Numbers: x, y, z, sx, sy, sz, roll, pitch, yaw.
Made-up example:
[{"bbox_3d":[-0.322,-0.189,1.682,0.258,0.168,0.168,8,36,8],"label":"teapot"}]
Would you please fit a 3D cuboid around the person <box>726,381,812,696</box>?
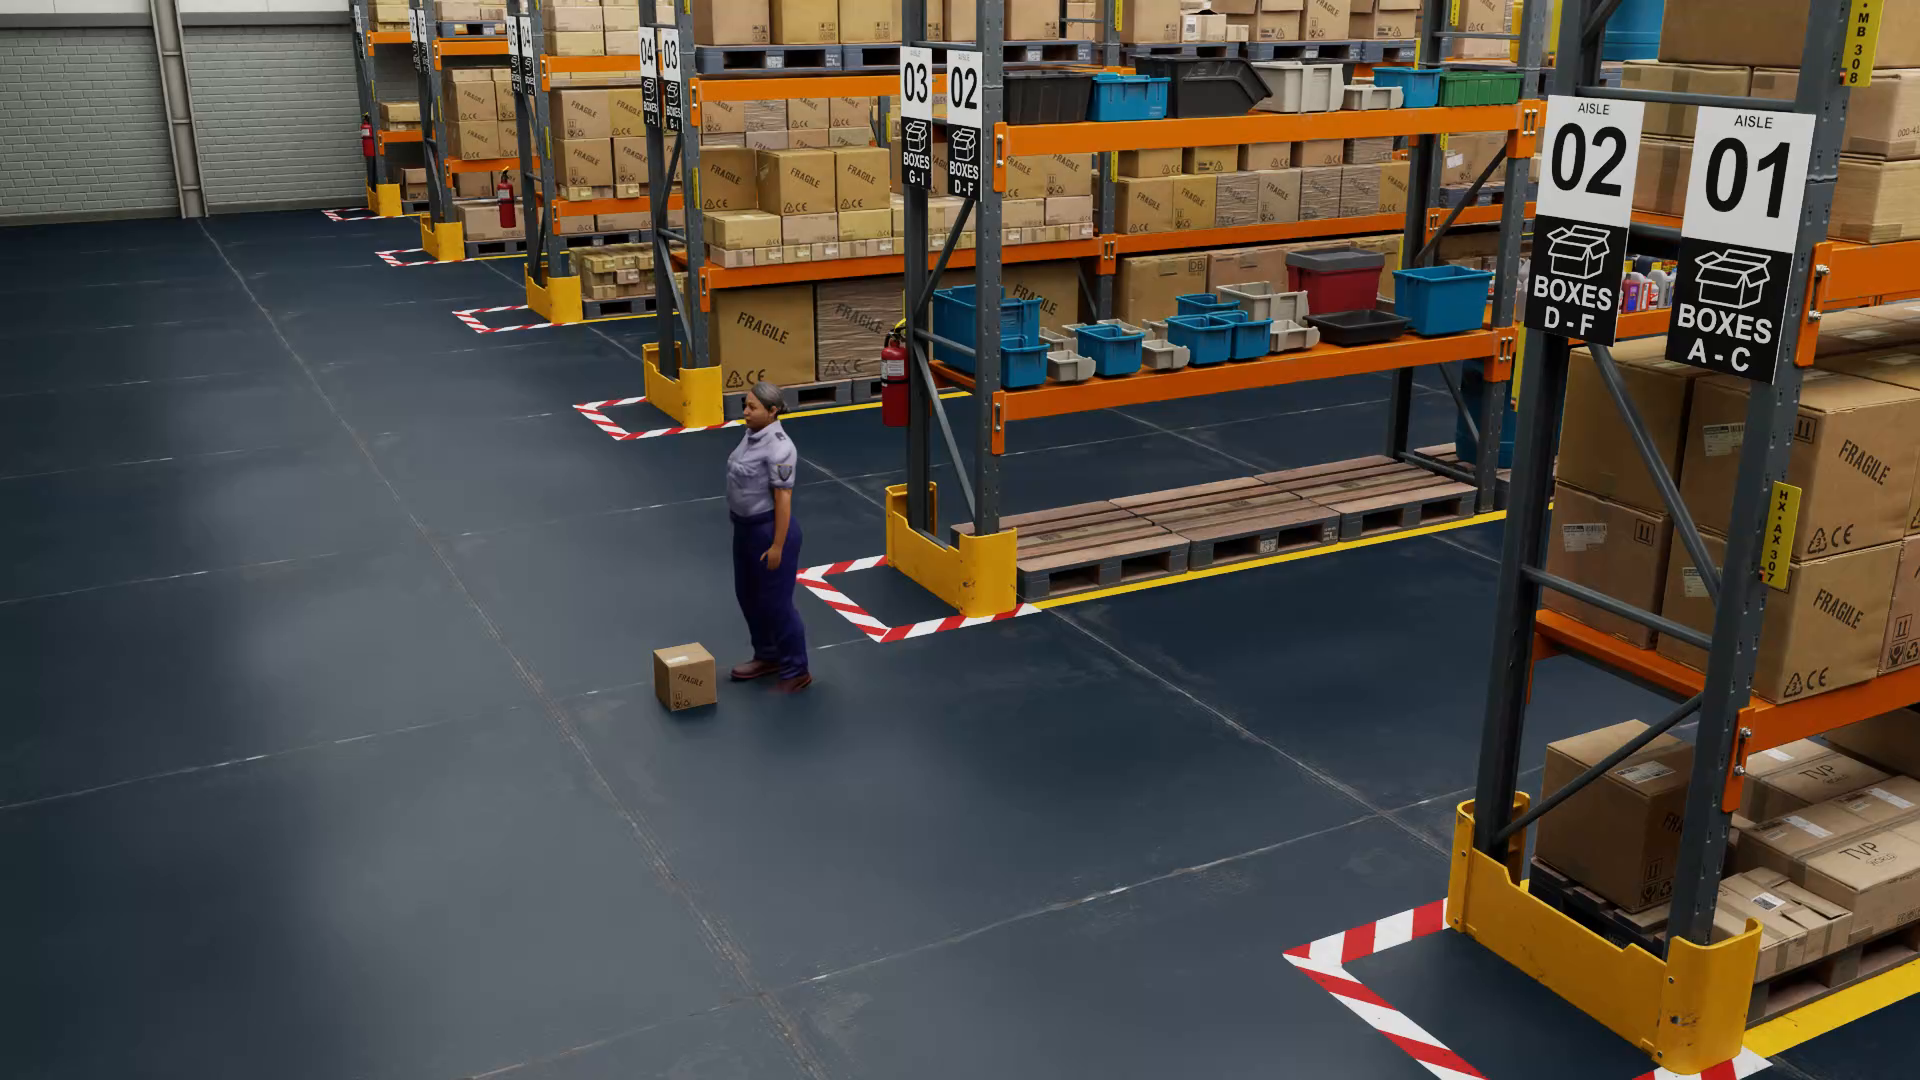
[{"bbox_3d":[-1.006,0.001,8.647,0.360,1.682,0.467,-9,21,-25],"label":"person"}]
